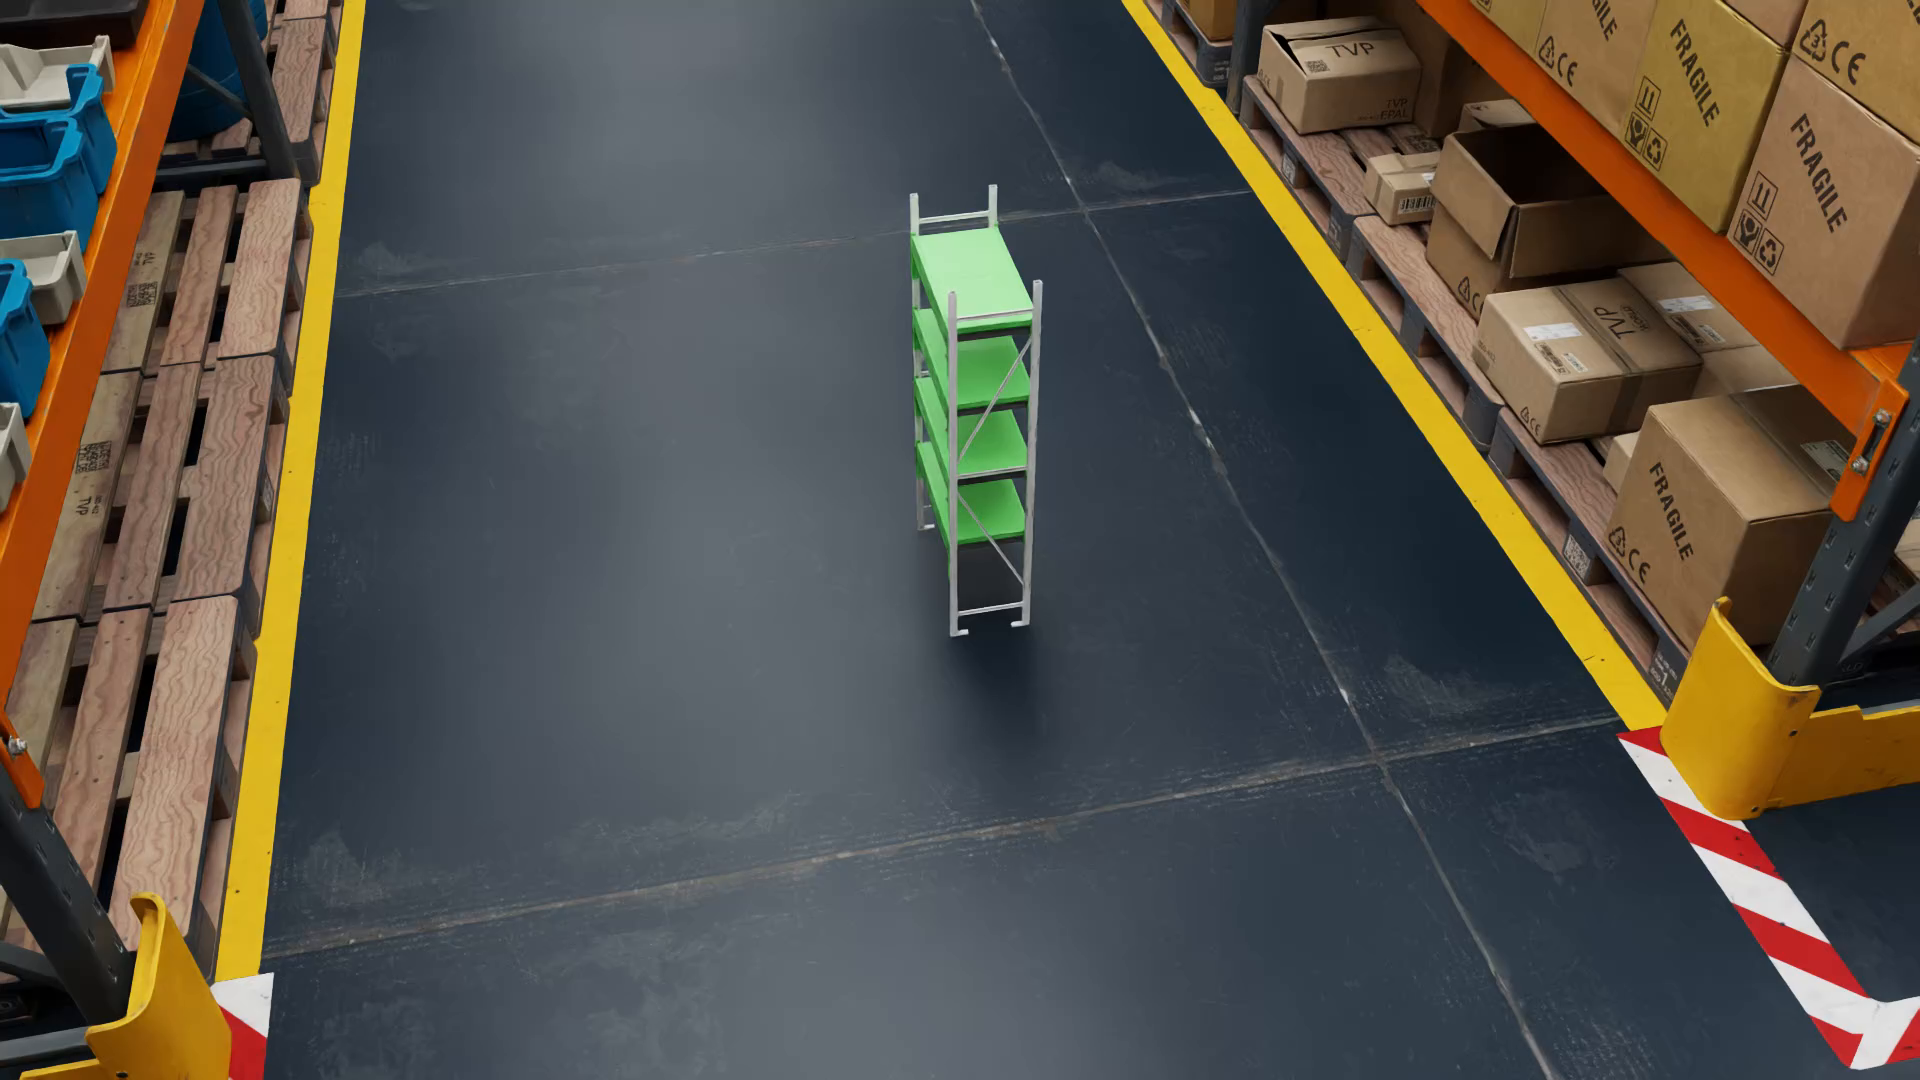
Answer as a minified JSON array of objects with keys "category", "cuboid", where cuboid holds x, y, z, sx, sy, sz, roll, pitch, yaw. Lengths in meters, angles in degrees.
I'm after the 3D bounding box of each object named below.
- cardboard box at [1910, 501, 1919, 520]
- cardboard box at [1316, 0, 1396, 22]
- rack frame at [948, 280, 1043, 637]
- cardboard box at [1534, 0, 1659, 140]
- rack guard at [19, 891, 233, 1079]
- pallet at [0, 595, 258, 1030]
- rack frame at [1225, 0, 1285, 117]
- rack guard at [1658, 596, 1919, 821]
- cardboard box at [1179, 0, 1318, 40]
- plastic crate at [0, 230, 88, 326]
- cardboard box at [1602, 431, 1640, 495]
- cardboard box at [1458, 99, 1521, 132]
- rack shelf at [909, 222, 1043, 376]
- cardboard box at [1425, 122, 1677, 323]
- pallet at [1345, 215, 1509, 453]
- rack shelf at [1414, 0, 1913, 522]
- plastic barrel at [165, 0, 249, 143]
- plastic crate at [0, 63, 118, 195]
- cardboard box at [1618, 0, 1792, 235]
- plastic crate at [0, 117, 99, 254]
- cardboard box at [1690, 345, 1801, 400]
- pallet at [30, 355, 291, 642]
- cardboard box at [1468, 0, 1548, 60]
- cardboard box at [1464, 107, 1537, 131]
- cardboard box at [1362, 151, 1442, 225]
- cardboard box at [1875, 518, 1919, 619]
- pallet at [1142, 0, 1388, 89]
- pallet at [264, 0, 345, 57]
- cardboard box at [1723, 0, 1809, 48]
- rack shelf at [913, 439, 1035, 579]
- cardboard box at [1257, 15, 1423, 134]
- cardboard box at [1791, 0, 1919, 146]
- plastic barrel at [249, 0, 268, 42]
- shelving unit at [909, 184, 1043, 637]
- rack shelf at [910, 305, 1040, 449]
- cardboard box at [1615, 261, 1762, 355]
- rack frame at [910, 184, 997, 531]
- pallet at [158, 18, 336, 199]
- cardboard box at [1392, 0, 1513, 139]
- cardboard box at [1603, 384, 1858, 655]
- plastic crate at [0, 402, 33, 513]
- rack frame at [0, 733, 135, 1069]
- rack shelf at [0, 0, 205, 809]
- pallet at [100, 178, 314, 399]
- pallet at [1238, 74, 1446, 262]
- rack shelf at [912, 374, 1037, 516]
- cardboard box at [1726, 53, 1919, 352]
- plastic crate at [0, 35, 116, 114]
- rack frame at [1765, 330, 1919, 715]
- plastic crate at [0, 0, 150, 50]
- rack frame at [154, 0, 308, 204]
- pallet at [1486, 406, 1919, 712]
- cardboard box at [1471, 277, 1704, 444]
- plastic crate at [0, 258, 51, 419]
[{"category":"cardboard box","cuboid":[2.744,-0.102,4.908,0.380,0.166,0.250,-8,42,-9]},{"category":"cardboard box","cuboid":[1.823,-2.685,7.567,0.500,0.500,0.500,-10,43,-11]},{"category":"rack frame","cuboid":[0.088,-0.183,4.553,0.240,1.200,0.015,-8,42,-9]},{"category":"cardboard box","cuboid":[1.973,-1.463,4.563,0.500,0.500,0.500,-8,42,-9]},{"category":"rack guard","cuboid":[-2.266,1.142,3.587,1.175,0.500,0.348,-8,42,-9]},{"category":"pallet","cuboid":[-2.424,0.696,4.307,1.003,0.211,1.213,-8,42,-9]},{"category":"rack frame","cuboid":[1.690,-3.107,6.491,1.000,3.000,0.127,-8,42,-9]},{"category":"rack guard","cuboid":[2.537,0.371,4.455,1.175,0.500,0.348,-8,42,-9]},{"category":"cardboard box","cuboid":[1.303,-2.616,7.489,0.500,0.500,0.500,-9,42,-10]},{"category":"plastic crate","cuboid":[-2.151,-0.597,3.817,0.250,0.136,0.298,-8,42,-9]},{"category":"cardboard box","cuboid":[2.196,-0.212,5.032,0.380,0.166,0.250,-8,42,-9]},{"category":"cardboard box","cuboid":[2.229,-1.642,6.657,0.380,0.149,0.250,-8,42,-9]},{"category":"rack shelf","cuboid":[0.036,-0.653,4.455,0.258,0.148,0.480,-8,42,-9]},{"category":"cardboard box","cuboid":[2.100,-1.121,5.802,0.797,0.503,0.637,-8,42,-9]},{"category":"pallet","cuboid":[2.104,-0.826,6.022,1.003,0.211,1.213,-8,42,-9]},{"category":"rack shelf","cuboid":[2.121,-1.542,5.269,1.077,0.370,4.000,-8,42,-9]},{"category":"plastic barrel","cuboid":[-3.248,-2.127,6.651,0.600,0.901,0.708,-8,42,-9]},{"category":"plastic crate","cuboid":[-2.365,-1.022,4.223,0.416,0.233,0.300,-8,42,-9]},{"category":"cardboard box","cuboid":[2.075,-1.139,4.198,0.500,0.500,0.500,-8,42,-9]},{"category":"plastic crate","cuboid":[-2.300,-0.827,4.004,0.416,0.233,0.300,-8,42,-9]},{"category":"cardboard box","cuboid":[2.605,-0.368,5.145,0.500,0.250,0.500,-8,42,-9]},{"category":"pallet","cuboid":[-2.684,-0.093,5.196,1.003,0.211,1.213,-8,42,-9]},{"category":"cardboard box","cuboid":[1.864,-1.790,4.931,0.500,0.500,0.500,-9,42,-10]},{"category":"cardboard box","cuboid":[2.252,-1.451,6.319,0.500,0.311,0.500,-8,42,-9]},{"category":"cardboard box","cuboid":[1.766,-1.350,6.314,0.380,0.166,0.250,-8,42,-9]},{"category":"cardboard box","cuboid":[2.798,0.067,4.731,0.380,0.149,0.250,-8,42,-9]},{"category":"pallet","cuboid":[1.477,-2.586,8.004,1.003,0.211,1.213,-8,42,-9]},{"category":"pallet","cuboid":[-3.540,-2.655,8.082,1.003,0.211,1.213,-8,42,-9]},{"category":"cardboard box","cuboid":[2.079,-1.502,3.854,0.500,0.500,0.500,-7,42,-8]},{"category":"rack shelf","cuboid":[0.036,-0.114,4.933,0.258,0.148,0.480,-8,42,-9]},{"category":"cardboard box","cuboid":[1.569,-1.963,6.896,0.500,0.311,0.500,-8,42,-9]},{"category":"cardboard box","cuboid":[2.189,-1.175,3.485,0.500,0.500,0.500,-9,42,-10]},{"category":"plastic barrel","cuboid":[-3.401,-2.586,7.168,0.600,0.901,0.708,-8,42,-9]},{"category":"shelving unit","cuboid":[0.036,-0.341,4.731,0.258,1.200,0.503,-8,42,-9]},{"category":"rack shelf","cuboid":[0.036,-0.473,4.614,0.258,0.148,0.480,-8,42,-9]},{"category":"cardboard box","cuboid":[2.497,-0.692,5.510,0.500,0.250,0.500,-8,42,-9]},{"category":"rack frame","cuboid":[-0.017,-0.500,4.909,0.240,1.200,0.015,-8,42,-9]},{"category":"pallet","cuboid":[-3.273,-1.863,7.190,1.003,0.211,1.213,-8,42,-9]},{"category":"cardboard box","cuboid":[2.090,-2.008,6.804,0.500,0.500,0.500,-8,42,-9]},{"category":"cardboard box","cuboid":[2.195,-0.061,4.611,0.500,0.500,0.500,-8,42,-9]},{"category":"plastic crate","cuboid":[-2.004,-0.158,3.322,0.250,0.136,0.298,-8,42,-9]},{"category":"rack frame","cuboid":[-2.284,0.193,2.773,1.000,3.000,0.127,-8,42,-9]},{"category":"rack shelf","cuboid":[-2.716,-0.834,4.472,1.077,0.370,4.000,-8,42,-9]},{"category":"pallet","cuboid":[-2.951,-0.886,6.089,1.003,0.211,1.213,-8,42,-9]},{"category":"pallet","cuboid":[1.837,-1.619,6.915,1.003,0.211,1.213,-8,42,-9]},{"category":"rack shelf","cuboid":[0.036,-0.294,4.773,0.258,0.148,0.480,-8,42,-9]},{"category":"cardboard box","cuboid":[2.191,-0.803,3.820,0.500,0.500,0.500,-7,42,-8]},{"category":"plastic crate","cuboid":[-2.478,-1.238,4.538,0.293,0.136,0.466,-8,42,-9]},{"category":"rack frame","cuboid":[2.553,-0.514,3.570,1.000,3.000,0.127,-8,42,-9]},{"category":"plastic crate","cuboid":[-2.644,-1.632,4.991,0.437,0.125,0.590,-8,42,-9]},{"category":"rack frame","cuboid":[-3.148,-2.400,5.694,1.000,3.000,0.127,-8,42,-9]},{"category":"pallet","cuboid":[2.364,-0.037,5.133,1.003,0.211,1.213,-8,42,-9]},{"category":"cardboard box","cuboid":[2.020,-0.588,5.392,0.500,0.250,0.500,-8,42,-9]},{"category":"plastic crate","cuboid":[-2.158,-0.401,3.523,0.416,0.233,0.300,-8,42,-9]}]
